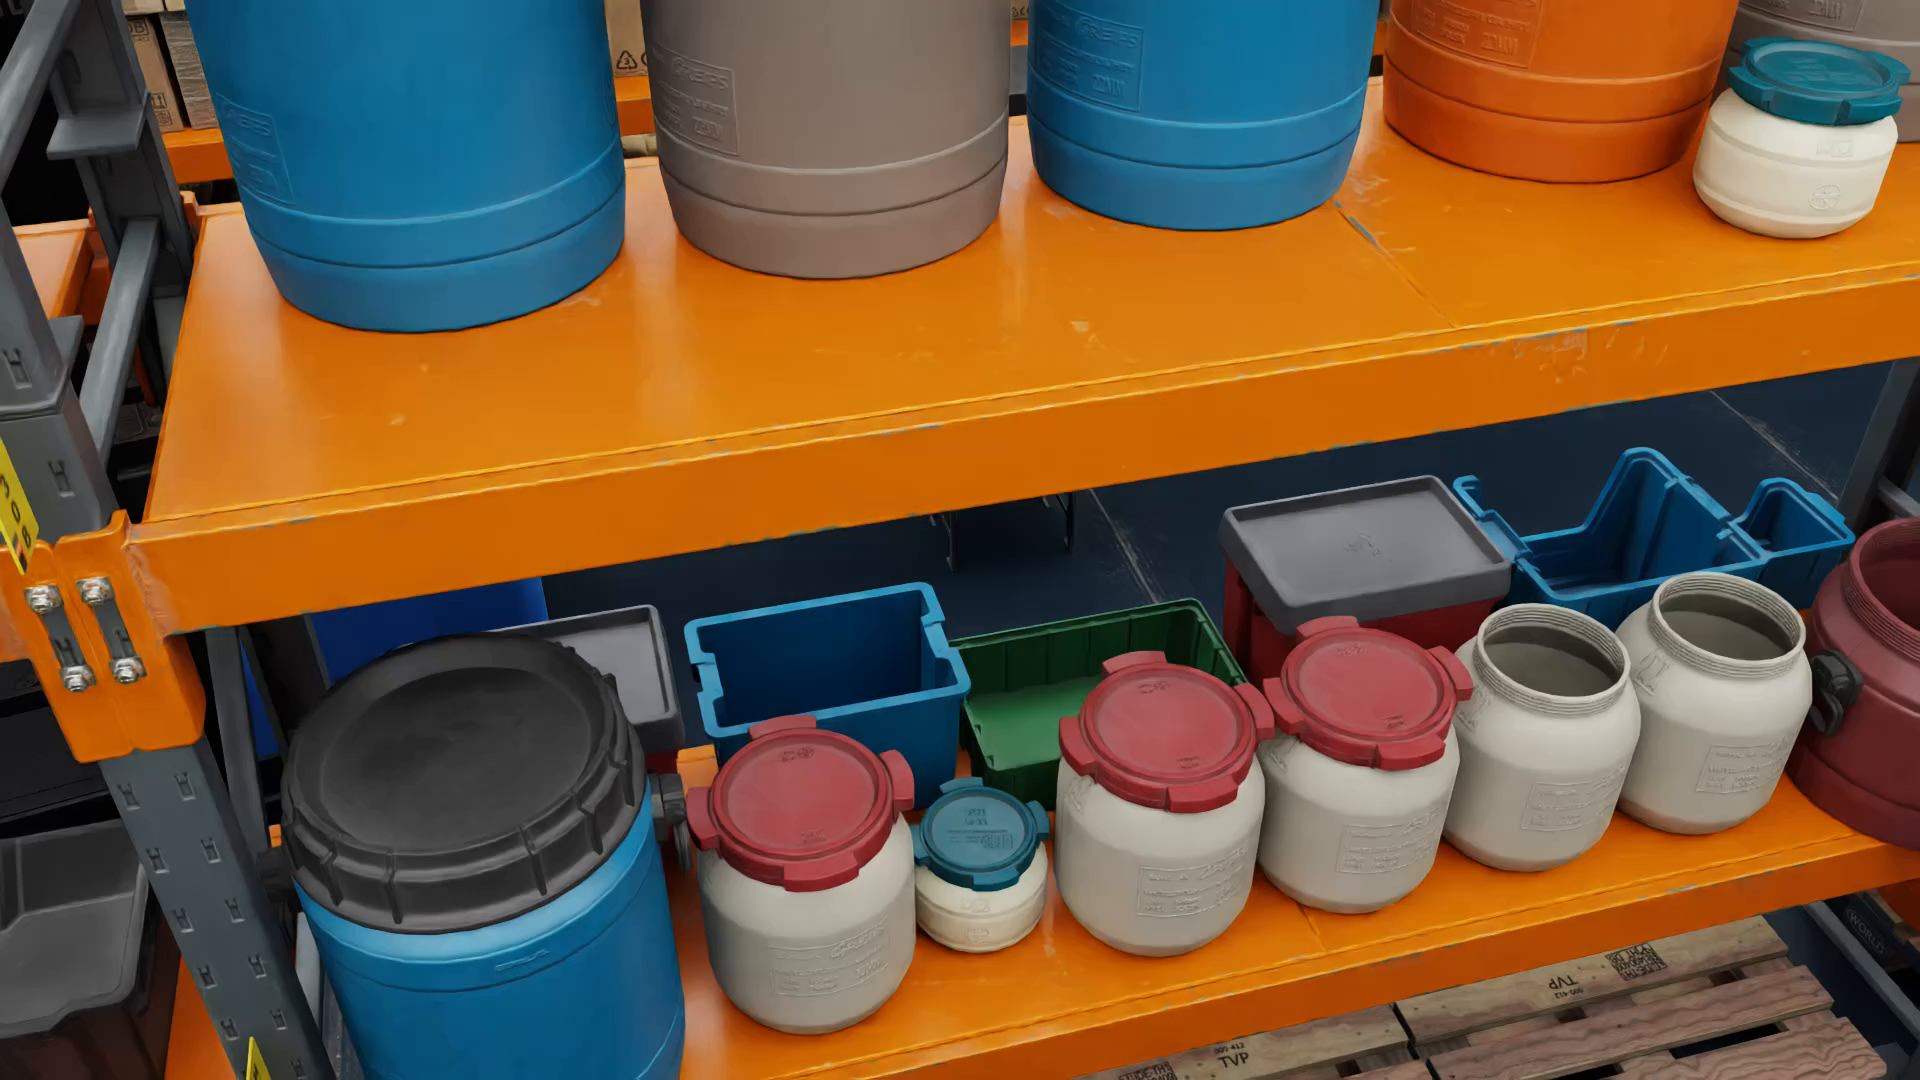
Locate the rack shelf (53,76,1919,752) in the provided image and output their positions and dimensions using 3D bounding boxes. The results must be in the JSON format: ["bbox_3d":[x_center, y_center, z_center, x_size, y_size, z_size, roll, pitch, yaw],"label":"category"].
[{"bbox_3d":[0.650,-0.466,3.014,4.000,0.370,1.077,-9,38,-12],"label":"rack shelf"}]

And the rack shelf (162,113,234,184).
[{"bbox_3d":[-4.499,-1.547,6.896,4.000,0.370,1.077,-9,38,-12],"label":"rack shelf"}]

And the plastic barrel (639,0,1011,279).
[{"bbox_3d":[-0.215,-0.946,2.636,0.600,0.901,0.600,0,37,0],"label":"plastic barrel"}]

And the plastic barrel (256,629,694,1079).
[{"bbox_3d":[-0.829,0.673,2.988,0.708,0.901,0.600,-9,38,-12],"label":"plastic barrel"}]

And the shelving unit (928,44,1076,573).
[{"bbox_3d":[0.160,-0.860,6.146,0.503,2.100,0.431,-9,38,-12],"label":"shelving unit"}]

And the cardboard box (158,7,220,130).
[{"bbox_3d":[-2.995,-2.116,6.965,0.500,0.500,0.700,-10,39,-13],"label":"cardboard box"}]

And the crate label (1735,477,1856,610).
[{"bbox_3d":[2.077,0.036,4.372,0.416,0.233,0.303,-9,38,-12],"label":"crate label"}]

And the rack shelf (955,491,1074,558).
[{"bbox_3d":[0.160,-0.293,6.580,0.480,0.518,0.431,-9,38,-12],"label":"rack shelf"}]

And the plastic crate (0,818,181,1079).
[{"bbox_3d":[-1.819,0.789,3.301,0.504,0.338,0.767,-9,38,-12],"label":"plastic crate"}]

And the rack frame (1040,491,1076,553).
[{"bbox_3d":[0.395,-0.899,6.197,0.015,2.100,0.400,-9,38,-12],"label":"rack frame"}]

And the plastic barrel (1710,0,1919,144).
[{"bbox_3d":[1.732,-1.265,3.054,0.600,0.901,0.600,0,37,0],"label":"plastic barrel"}]

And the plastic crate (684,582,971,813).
[{"bbox_3d":[-0.297,0.405,3.765,0.575,0.384,0.392,-9,38,-12],"label":"plastic crate"}]

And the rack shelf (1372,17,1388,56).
[{"bbox_3d":[3.224,-2.815,8.553,4.000,0.370,1.077,-9,38,-12],"label":"rack shelf"}]

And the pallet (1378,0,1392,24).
[{"bbox_3d":[1.929,-2.856,8.173,1.003,0.211,1.213,-9,38,-12],"label":"pallet"}]

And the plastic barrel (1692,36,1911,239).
[{"bbox_3d":[1.414,-0.676,2.809,0.301,0.262,0.301,0,37,0],"label":"plastic barrel"}]

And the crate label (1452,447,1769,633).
[{"bbox_3d":[1.551,0.107,4.112,0.616,0.435,0.502,-9,38,-12],"label":"crate label"}]

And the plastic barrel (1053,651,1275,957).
[{"bbox_3d":[0.408,0.563,3.433,0.433,0.535,0.433,0,37,0],"label":"plastic barrel"}]

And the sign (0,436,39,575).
[{"bbox_3d":[-1.148,-0.114,1.955,0.005,0.325,0.100,-9,38,-12],"label":"sign"}]

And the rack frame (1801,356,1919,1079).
[{"bbox_3d":[2.581,0.122,4.121,0.127,3.000,1.000,-9,38,-12],"label":"rack frame"}]

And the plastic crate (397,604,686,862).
[{"bbox_3d":[-0.893,0.474,3.608,0.583,0.464,0.402,-9,38,-12],"label":"plastic crate"}]

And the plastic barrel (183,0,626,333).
[{"bbox_3d":[-0.846,-0.842,2.501,0.708,0.901,0.600,-9,38,-12],"label":"plastic barrel"}]

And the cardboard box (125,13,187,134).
[{"bbox_3d":[-3.503,-2.028,6.850,0.500,0.500,0.700,-10,38,-12],"label":"cardboard box"}]

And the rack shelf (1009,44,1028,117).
[{"bbox_3d":[0.160,-1.405,5.729,0.480,0.518,0.431,-9,38,-12],"label":"rack shelf"}]

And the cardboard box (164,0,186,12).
[{"bbox_3d":[-3.014,-2.241,6.594,0.250,0.149,0.380,-10,39,-13],"label":"cardboard box"}]

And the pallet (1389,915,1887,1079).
[{"bbox_3d":[1.823,1.330,4.838,1.213,0.211,1.003,-9,38,-12],"label":"pallet"}]

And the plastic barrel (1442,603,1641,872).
[{"bbox_3d":[1.237,0.433,3.623,0.421,0.512,0.421,0,37,0],"label":"plastic barrel"}]

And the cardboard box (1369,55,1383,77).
[{"bbox_3d":[2.188,-2.561,8.707,0.500,0.250,0.500,-8,38,-10],"label":"cardboard box"}]

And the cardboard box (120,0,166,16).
[{"bbox_3d":[-3.267,-2.198,6.538,0.250,0.149,0.380,-10,39,-13],"label":"cardboard box"}]

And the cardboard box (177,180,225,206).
[{"bbox_3d":[-3.445,-1.249,7.214,0.500,0.500,0.500,-9,38,-12],"label":"cardboard box"}]

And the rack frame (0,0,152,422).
[{"bbox_3d":[-1.281,-1.627,1.470,0.127,3.000,1.000,-9,38,-12],"label":"rack frame"}]

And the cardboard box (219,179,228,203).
[{"bbox_3d":[-3.578,-1.549,7.606,0.500,0.500,0.500,-9,38,-12],"label":"cardboard box"}]

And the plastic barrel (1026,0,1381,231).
[{"bbox_3d":[0.417,-1.050,2.772,0.708,0.901,0.600,-9,38,-12],"label":"plastic barrel"}]

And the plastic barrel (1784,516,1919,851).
[{"bbox_3d":[2.212,0.320,3.751,0.708,0.536,0.600,-9,38,-12],"label":"plastic barrel"}]

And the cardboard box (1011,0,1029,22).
[{"bbox_3d":[0.379,-2.720,7.910,0.500,0.311,0.500,-10,38,-12],"label":"cardboard box"}]

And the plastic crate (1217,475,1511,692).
[{"bbox_3d":[0.941,0.174,4.002,0.583,0.464,0.402,-9,38,-12],"label":"plastic crate"}]

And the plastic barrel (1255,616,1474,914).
[{"bbox_3d":[0.826,0.494,3.523,0.433,0.535,0.433,0,37,0],"label":"plastic barrel"}]

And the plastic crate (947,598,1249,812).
[{"bbox_3d":[0.327,0.399,3.934,0.662,0.188,0.450,-9,38,-12],"label":"plastic crate"}]

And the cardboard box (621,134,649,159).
[{"bbox_3d":[-1.752,-1.766,8.045,0.500,0.311,0.500,-8,38,-11],"label":"cardboard box"}]

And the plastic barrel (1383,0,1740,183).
[{"bbox_3d":[1.100,-1.133,2.940,0.708,0.830,0.600,-9,38,-12],"label":"plastic barrel"}]

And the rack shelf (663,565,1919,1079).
[{"bbox_3d":[0.650,0.725,3.926,4.000,0.370,1.077,-9,38,-12],"label":"rack shelf"}]

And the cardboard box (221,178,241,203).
[{"bbox_3d":[-3.098,-1.633,7.716,0.500,0.500,0.500,-9,38,-12],"label":"cardboard box"}]

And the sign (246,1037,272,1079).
[{"bbox_3d":[-1.148,0.971,2.785,0.005,0.325,0.100,-9,38,-12],"label":"sign"}]

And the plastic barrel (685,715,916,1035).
[{"bbox_3d":[-0.300,0.679,3.281,0.433,0.535,0.433,0,37,0],"label":"plastic barrel"}]

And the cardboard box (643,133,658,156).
[{"bbox_3d":[-1.269,-1.843,8.147,0.500,0.311,0.500,-9,38,-12],"label":"cardboard box"}]

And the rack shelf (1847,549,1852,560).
[{"bbox_3d":[4.512,0.091,4.754,4.000,0.370,1.077,-9,38,-12],"label":"rack shelf"}]

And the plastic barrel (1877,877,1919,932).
[{"bbox_3d":[3.049,0.730,4.767,0.708,0.830,0.600,-9,38,-12],"label":"plastic barrel"}]

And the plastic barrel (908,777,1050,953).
[{"bbox_3d":[0.037,0.691,3.491,0.301,0.262,0.301,0,37,0],"label":"plastic barrel"}]

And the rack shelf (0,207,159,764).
[{"bbox_3d":[-3.211,0.167,2.186,4.000,0.370,1.077,-9,38,-12],"label":"rack shelf"}]

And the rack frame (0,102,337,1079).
[{"bbox_3d":[-1.281,0.756,3.293,0.127,3.000,1.000,-9,38,-12],"label":"rack frame"}]

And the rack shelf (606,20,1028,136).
[{"bbox_3d":[-0.638,-2.181,7.724,4.000,0.370,1.077,-9,38,-12],"label":"rack shelf"}]

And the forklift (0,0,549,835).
[{"bbox_3d":[-2.929,-0.376,4.829,3.031,2.935,1.130,-15,40,-19],"label":"forklift"}]

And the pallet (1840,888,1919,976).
[{"bbox_3d":[3.331,1.081,5.164,1.213,0.211,1.003,-9,38,-12],"label":"pallet"}]

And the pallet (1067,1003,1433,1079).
[{"bbox_3d":[0.647,1.521,4.588,1.213,0.211,1.003,-9,38,-12],"label":"pallet"}]

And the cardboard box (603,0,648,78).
[{"bbox_3d":[-1.314,-2.385,7.317,0.500,0.500,0.500,-7,38,-9],"label":"cardboard box"}]

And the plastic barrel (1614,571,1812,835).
[{"bbox_3d":[1.644,0.366,3.710,0.421,0.512,0.421,0,37,0],"label":"plastic barrel"}]

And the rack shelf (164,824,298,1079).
[{"bbox_3d":[-3.211,1.359,3.097,4.000,0.370,1.077,-9,38,-12],"label":"rack shelf"}]

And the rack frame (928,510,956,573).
[{"bbox_3d":[-0.076,-0.822,6.096,0.015,2.100,0.400,-9,38,-12],"label":"rack frame"}]
